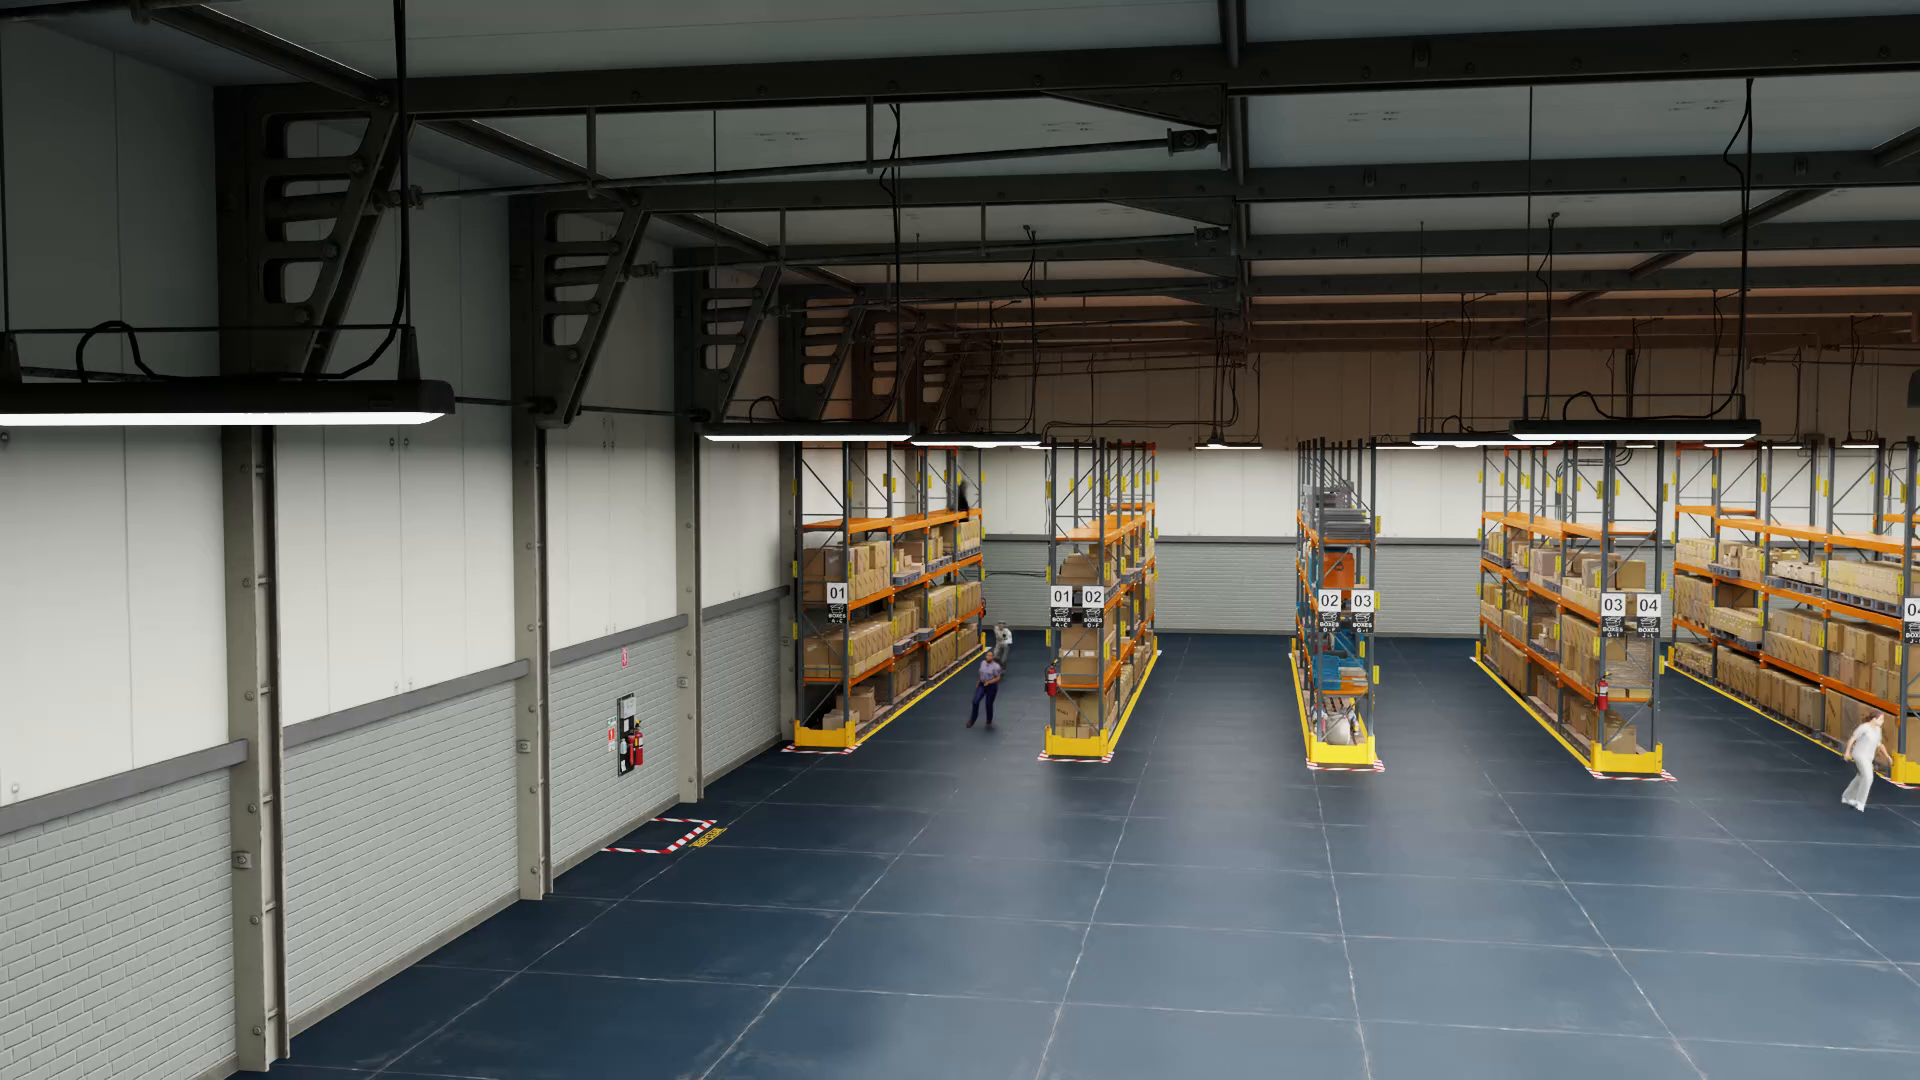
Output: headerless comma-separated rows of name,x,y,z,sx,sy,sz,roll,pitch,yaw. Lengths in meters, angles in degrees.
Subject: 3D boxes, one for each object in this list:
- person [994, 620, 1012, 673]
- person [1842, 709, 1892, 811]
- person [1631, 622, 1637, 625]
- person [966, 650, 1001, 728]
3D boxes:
person,1.073,2.743,42.628,0.609,1.424,0.946,1,3,20
person,14.532,3.505,26.737,0.556,1.628,0.713,-1,3,-24
person,17.790,2.519,44.114,0.668,1.766,0.801,1,3,20
person,0.538,3.077,34.513,0.693,1.607,0.781,1,3,21
